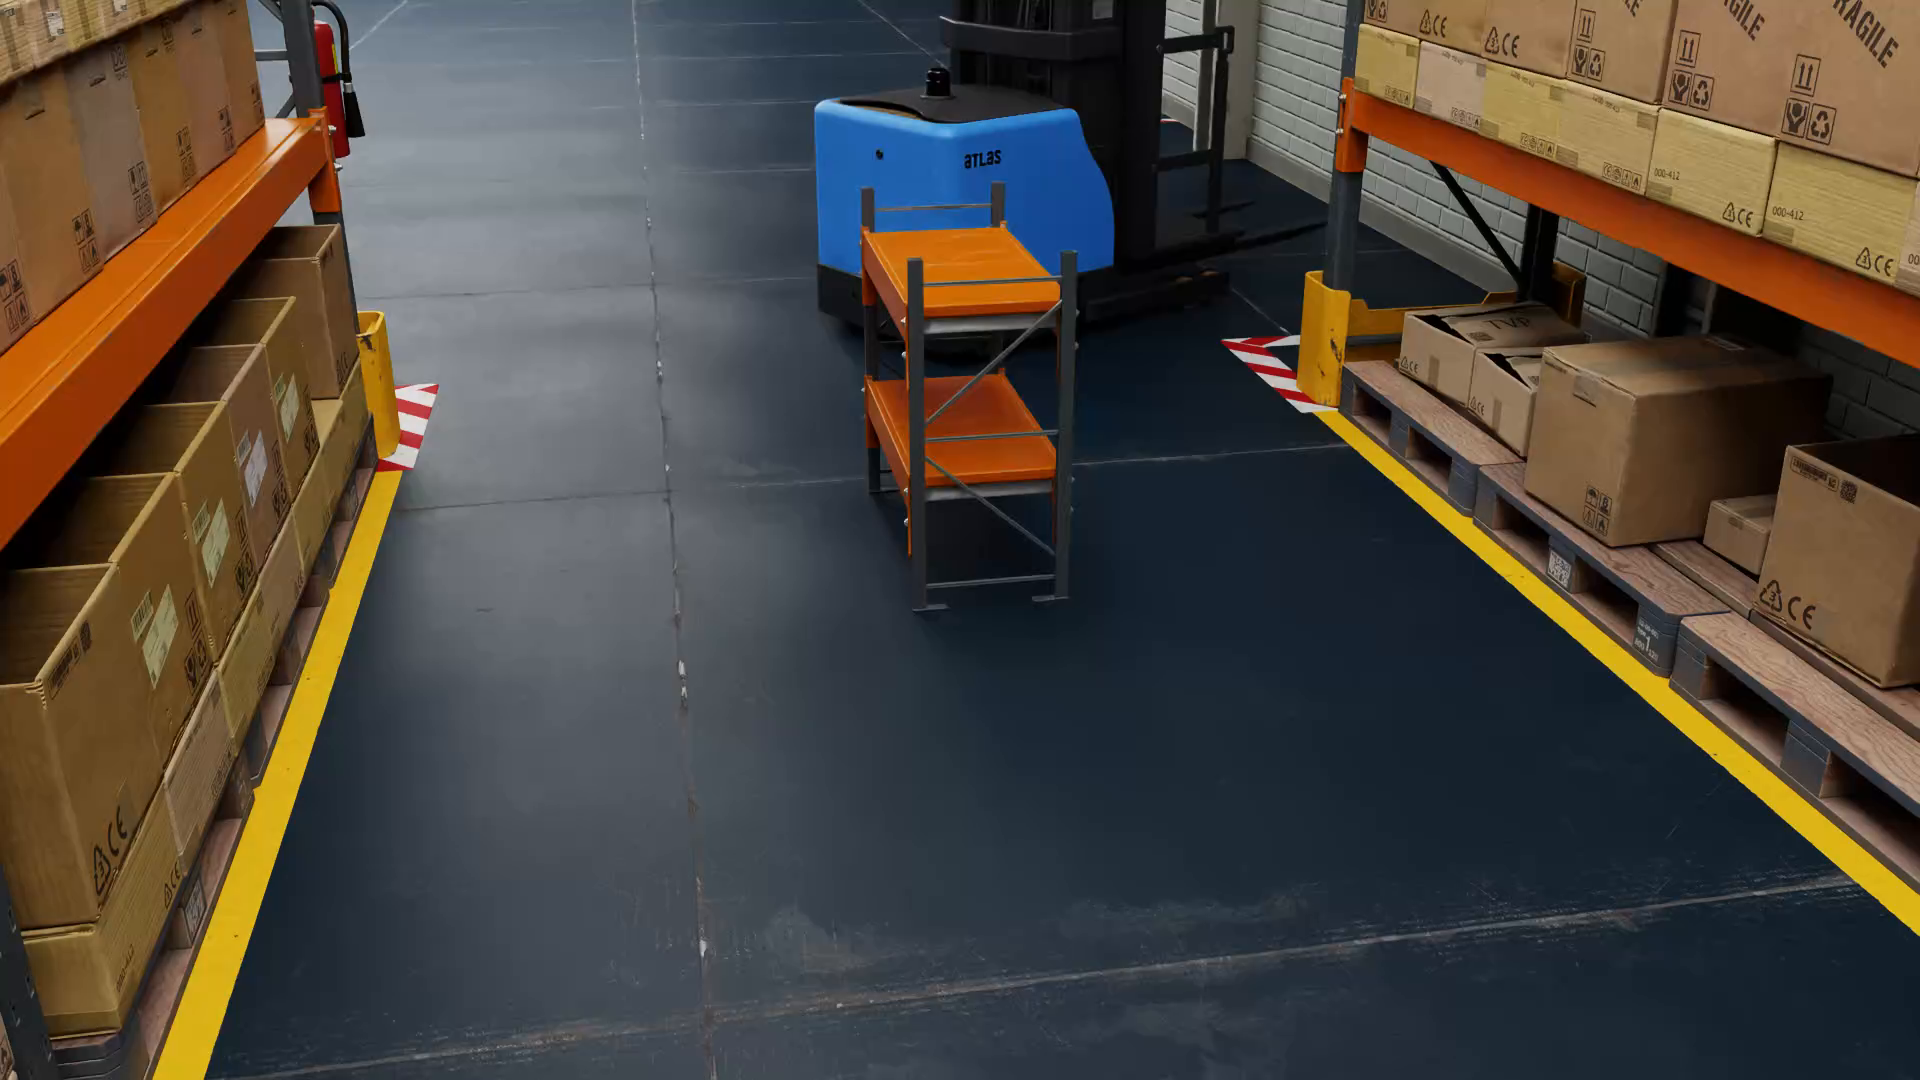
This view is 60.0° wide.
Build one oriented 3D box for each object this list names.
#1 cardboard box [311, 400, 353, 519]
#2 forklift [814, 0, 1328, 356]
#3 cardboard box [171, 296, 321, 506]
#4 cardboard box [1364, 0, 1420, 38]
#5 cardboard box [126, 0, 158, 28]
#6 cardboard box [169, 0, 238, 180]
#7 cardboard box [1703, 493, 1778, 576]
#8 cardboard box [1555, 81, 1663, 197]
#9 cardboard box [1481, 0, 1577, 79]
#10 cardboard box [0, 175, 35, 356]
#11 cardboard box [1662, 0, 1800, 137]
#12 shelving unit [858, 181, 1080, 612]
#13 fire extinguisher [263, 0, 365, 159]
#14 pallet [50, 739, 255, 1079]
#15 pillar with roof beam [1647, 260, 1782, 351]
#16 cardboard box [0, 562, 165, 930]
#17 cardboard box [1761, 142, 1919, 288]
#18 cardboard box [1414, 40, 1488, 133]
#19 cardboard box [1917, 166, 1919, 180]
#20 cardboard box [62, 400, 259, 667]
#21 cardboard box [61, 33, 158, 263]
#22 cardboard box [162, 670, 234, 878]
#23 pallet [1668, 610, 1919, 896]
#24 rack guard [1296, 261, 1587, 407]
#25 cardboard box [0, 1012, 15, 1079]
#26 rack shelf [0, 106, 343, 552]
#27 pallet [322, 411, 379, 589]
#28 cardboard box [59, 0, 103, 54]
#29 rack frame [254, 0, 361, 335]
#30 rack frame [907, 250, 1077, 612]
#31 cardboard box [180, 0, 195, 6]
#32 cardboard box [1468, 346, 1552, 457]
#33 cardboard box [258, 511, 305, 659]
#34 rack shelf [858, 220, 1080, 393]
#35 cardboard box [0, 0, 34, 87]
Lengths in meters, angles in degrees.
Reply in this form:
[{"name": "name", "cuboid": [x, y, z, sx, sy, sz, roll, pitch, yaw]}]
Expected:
[{"name": "cardboard box", "cuboid": [-2.318, -0.254, 5.494, 0.500, 0.250, 0.500, -4, 24, -10]}, {"name": "forklift", "cuboid": [0.755, -2.652, 8.159, 3.031, 2.935, 1.130, -19, 30, -36]}, {"name": "cardboard box", "cuboid": [-2.221, -0.401, 4.894, 0.500, 0.500, 0.500, -4, 24, -10]}, {"name": "cardboard box", "cuboid": [1.849, -2.148, 6.147, 0.500, 0.500, 0.500, -4, 24, -10]}, {"name": "cardboard box", "cuboid": [-2.313, -1.404, 4.281, 0.380, 0.149, 0.250, -4, 24, -8]}, {"name": "cardboard box", "cuboid": [-2.636, -1.361, 4.994, 0.700, 0.500, 0.500, -4, 24, -8]}, {"name": "cardboard box", "cuboid": [2.520, -0.027, 5.076, 0.380, 0.149, 0.250, -6, 24, -14]}, {"name": "cardboard box", "cuboid": [2.124, -1.196, 4.904, 0.500, 0.250, 0.500, -4, 24, -9]}, {"name": "cardboard box", "cuboid": [2.020, -1.750, 5.233, 0.500, 0.500, 0.500, -5, 24, -11]}, {"name": "cardboard box", "cuboid": [-2.264, -0.560, 3.159, 0.700, 0.500, 0.500, -5, 24, -10]}, {"name": "cardboard box", "cuboid": [2.224, -1.343, 4.302, 0.500, 0.500, 0.500, -5, 24, -11]}, {"name": "shelving unit", "cuboid": [0.001, -0.513, 5.519, 0.538, 1.125, 1.048, -4, 24, -10]}, {"name": "fire extinguisher", "cuboid": [-2.377, -1.752, 6.109, 0.296, 0.674, 0.183, -4, 24, -10]}, {"name": "pallet", "cuboid": [-2.178, 0.829, 3.588, 1.003, 0.211, 1.213, -4, 24, -10]}, {"name": "pillar with roof beam", "cuboid": [-1.195, -4.294, 4.338, 9.100, 9.000, 0.400, -4, 24, -10]}, {"name": "cardboard box", "cuboid": [-1.850, 0.386, 3.093, 0.500, 0.500, 0.500, -4, 24, -10]}, {"name": "cardboard box", "cuboid": [2.326, -0.802, 4.001, 0.500, 0.250, 0.500, -4, 24, -10]}, {"name": "cardboard box", "cuboid": [1.944, -1.596, 5.819, 0.500, 0.250, 0.500, -5, 24, -11]}, {"name": "cardboard box", "cuboid": [2.404, -0.948, 3.398, 0.500, 0.500, 0.500, -4, 24, -10]}, {"name": "cardboard box", "cuboid": [-2.035, -0.008, 3.994, 0.500, 0.500, 0.500, -4, 24, -10]}, {"name": "cardboard box", "cuboid": [-2.449, -0.959, 4.072, 0.700, 0.500, 0.500, -4, 24, -8]}, {"name": "cardboard box", "cuboid": [-1.947, 0.533, 3.693, 0.500, 0.250, 0.500, -4, 24, -10]}, {"name": "pallet", "cuboid": [2.637, 0.515, 4.306, 1.003, 0.211, 1.213, -4, 24, -10]}, {"name": "rack guard", "cuboid": [2.070, -0.899, 7.183, 1.175, 0.500, 0.348, -4, 24, -10]}, {"name": "cardboard box", "cuboid": [-1.715, 0.816, 2.344, 0.500, 0.311, 0.500, -4, 24, -10]}, {"name": "rack shelf", "cuboid": [-2.442, -0.590, 4.252, 1.077, 0.370, 4.000, -4, 24, -10]}, {"name": "pallet", "cuboid": [-2.629, -0.131, 5.785, 1.003, 0.211, 1.213, -4, 24, -10]}, {"name": "cardboard box", "cuboid": [-2.221, -1.205, 3.826, 0.380, 0.149, 0.250, -4, 24, -10]}, {"name": "rack frame", "cuboid": [-2.812, -1.706, 5.909, 1.000, 3.000, 0.127, -4, 24, -10]}, {"name": "rack frame", "cuboid": [0.095, -0.313, 5.061, 0.500, 1.125, 0.032, -4, 24, -10]}, {"name": "cardboard box", "cuboid": [-2.412, -1.611, 4.754, 0.380, 0.149, 0.250, -4, 24, -9]}, {"name": "cardboard box", "cuboid": [2.201, -0.541, 6.050, 0.500, 0.311, 0.500, -2, 24, -5]}, {"name": "cardboard box", "cuboid": [-2.133, 0.140, 4.593, 0.500, 0.250, 0.500, -4, 24, -10]}, {"name": "rack shelf", "cuboid": [0.001, -0.781, 5.402, 0.538, 0.278, 1.000, -4, 24, -10]}, {"name": "cardboard box", "cuboid": [-2.121, -0.998, 3.351, 0.380, 0.149, 0.250, -5, 24, -12]}]
